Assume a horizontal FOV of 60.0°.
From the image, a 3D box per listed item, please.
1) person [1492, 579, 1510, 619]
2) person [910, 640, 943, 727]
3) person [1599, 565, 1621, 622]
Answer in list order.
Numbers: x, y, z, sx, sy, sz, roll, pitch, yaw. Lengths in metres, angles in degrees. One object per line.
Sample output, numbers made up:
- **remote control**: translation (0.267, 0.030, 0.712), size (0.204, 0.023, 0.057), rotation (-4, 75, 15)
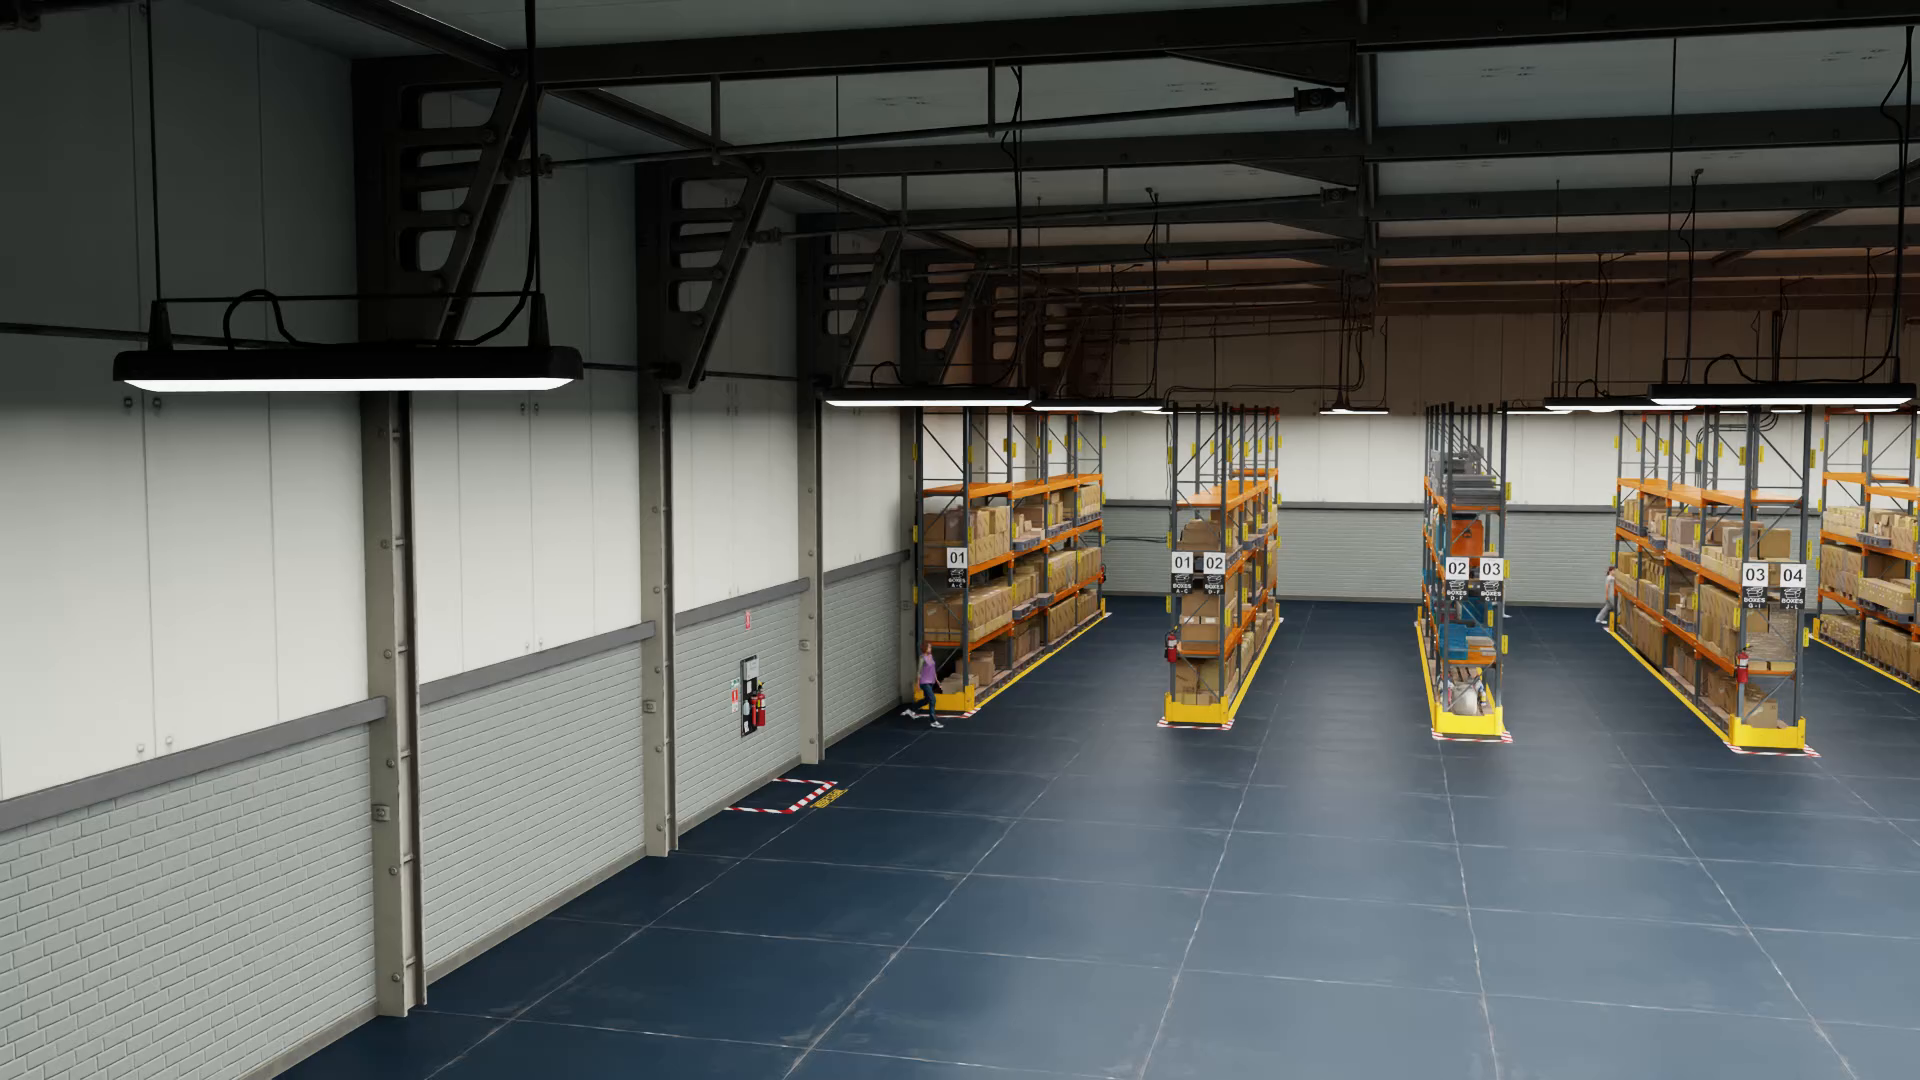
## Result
- **person**: translation (15.339, 1.339, 47.291), size (0.689, 1.796, 0.478), rotation (-3, 5, -37)
- **person**: translation (-0.614, 2.652, 30.877), size (0.650, 1.600, 0.469), rotation (0, 4, 6)
- **person**: translation (17.913, 1.516, 45.776), size (0.473, 1.663, 0.763), rotation (-3, 5, -32)
